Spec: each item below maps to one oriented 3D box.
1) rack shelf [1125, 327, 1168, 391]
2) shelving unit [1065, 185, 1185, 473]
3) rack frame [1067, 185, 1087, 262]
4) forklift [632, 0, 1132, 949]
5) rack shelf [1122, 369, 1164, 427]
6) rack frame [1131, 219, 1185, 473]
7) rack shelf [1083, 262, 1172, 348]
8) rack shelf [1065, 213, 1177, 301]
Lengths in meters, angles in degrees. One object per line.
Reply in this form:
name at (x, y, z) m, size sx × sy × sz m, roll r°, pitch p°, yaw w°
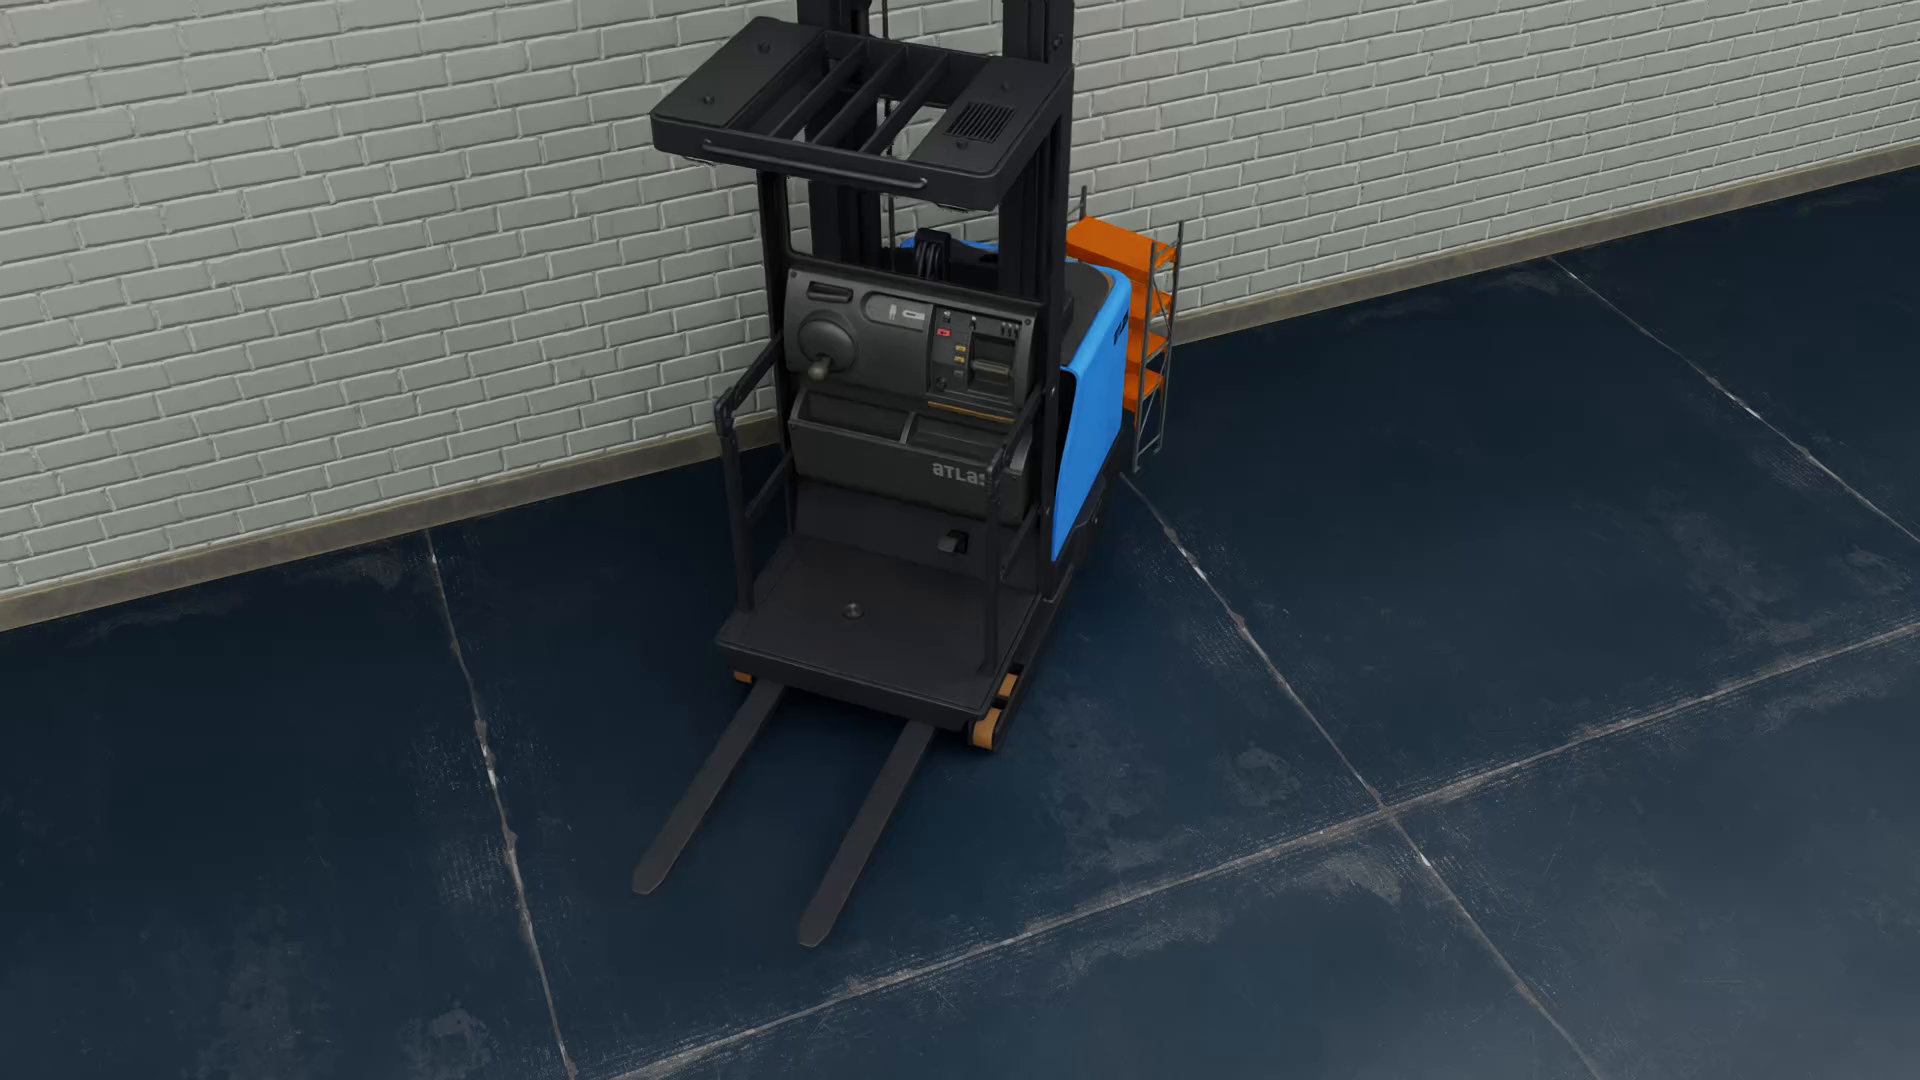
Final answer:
rack shelf at (0.668, -0.869, 7.443) m, size 0.480 × 0.148 × 0.258 m, roll 26°, pitch 47°, yaw 27°
shelving unit at (0.668, -0.920, 7.399) m, size 0.503 × 1.200 × 0.258 m, roll 26°, pitch 47°, yaw 27°
rack frame at (0.472, -1.016, 7.510) m, size 0.015 × 1.200 × 0.240 m, roll 26°, pitch 47°, yaw 27°
forklift at (-0.260, -0.624, 5.728) m, size 1.130 × 2.935 × 3.031 m, roll 14°, pitch 43°, yaw 15°
rack shelf at (0.667, -0.718, 7.572) m, size 0.480 × 0.148 × 0.258 m, roll 26°, pitch 47°, yaw 27°
rack frame at (0.863, -0.825, 7.289) m, size 0.015 × 1.200 × 0.240 m, roll 26°, pitch 47°, yaw 27°
rack shelf at (0.668, -1.039, 7.298) m, size 0.480 × 0.148 × 0.258 m, roll 26°, pitch 47°, yaw 27°
rack shelf at (0.668, -1.219, 7.144) m, size 0.480 × 0.148 × 0.258 m, roll 26°, pitch 47°, yaw 27°
